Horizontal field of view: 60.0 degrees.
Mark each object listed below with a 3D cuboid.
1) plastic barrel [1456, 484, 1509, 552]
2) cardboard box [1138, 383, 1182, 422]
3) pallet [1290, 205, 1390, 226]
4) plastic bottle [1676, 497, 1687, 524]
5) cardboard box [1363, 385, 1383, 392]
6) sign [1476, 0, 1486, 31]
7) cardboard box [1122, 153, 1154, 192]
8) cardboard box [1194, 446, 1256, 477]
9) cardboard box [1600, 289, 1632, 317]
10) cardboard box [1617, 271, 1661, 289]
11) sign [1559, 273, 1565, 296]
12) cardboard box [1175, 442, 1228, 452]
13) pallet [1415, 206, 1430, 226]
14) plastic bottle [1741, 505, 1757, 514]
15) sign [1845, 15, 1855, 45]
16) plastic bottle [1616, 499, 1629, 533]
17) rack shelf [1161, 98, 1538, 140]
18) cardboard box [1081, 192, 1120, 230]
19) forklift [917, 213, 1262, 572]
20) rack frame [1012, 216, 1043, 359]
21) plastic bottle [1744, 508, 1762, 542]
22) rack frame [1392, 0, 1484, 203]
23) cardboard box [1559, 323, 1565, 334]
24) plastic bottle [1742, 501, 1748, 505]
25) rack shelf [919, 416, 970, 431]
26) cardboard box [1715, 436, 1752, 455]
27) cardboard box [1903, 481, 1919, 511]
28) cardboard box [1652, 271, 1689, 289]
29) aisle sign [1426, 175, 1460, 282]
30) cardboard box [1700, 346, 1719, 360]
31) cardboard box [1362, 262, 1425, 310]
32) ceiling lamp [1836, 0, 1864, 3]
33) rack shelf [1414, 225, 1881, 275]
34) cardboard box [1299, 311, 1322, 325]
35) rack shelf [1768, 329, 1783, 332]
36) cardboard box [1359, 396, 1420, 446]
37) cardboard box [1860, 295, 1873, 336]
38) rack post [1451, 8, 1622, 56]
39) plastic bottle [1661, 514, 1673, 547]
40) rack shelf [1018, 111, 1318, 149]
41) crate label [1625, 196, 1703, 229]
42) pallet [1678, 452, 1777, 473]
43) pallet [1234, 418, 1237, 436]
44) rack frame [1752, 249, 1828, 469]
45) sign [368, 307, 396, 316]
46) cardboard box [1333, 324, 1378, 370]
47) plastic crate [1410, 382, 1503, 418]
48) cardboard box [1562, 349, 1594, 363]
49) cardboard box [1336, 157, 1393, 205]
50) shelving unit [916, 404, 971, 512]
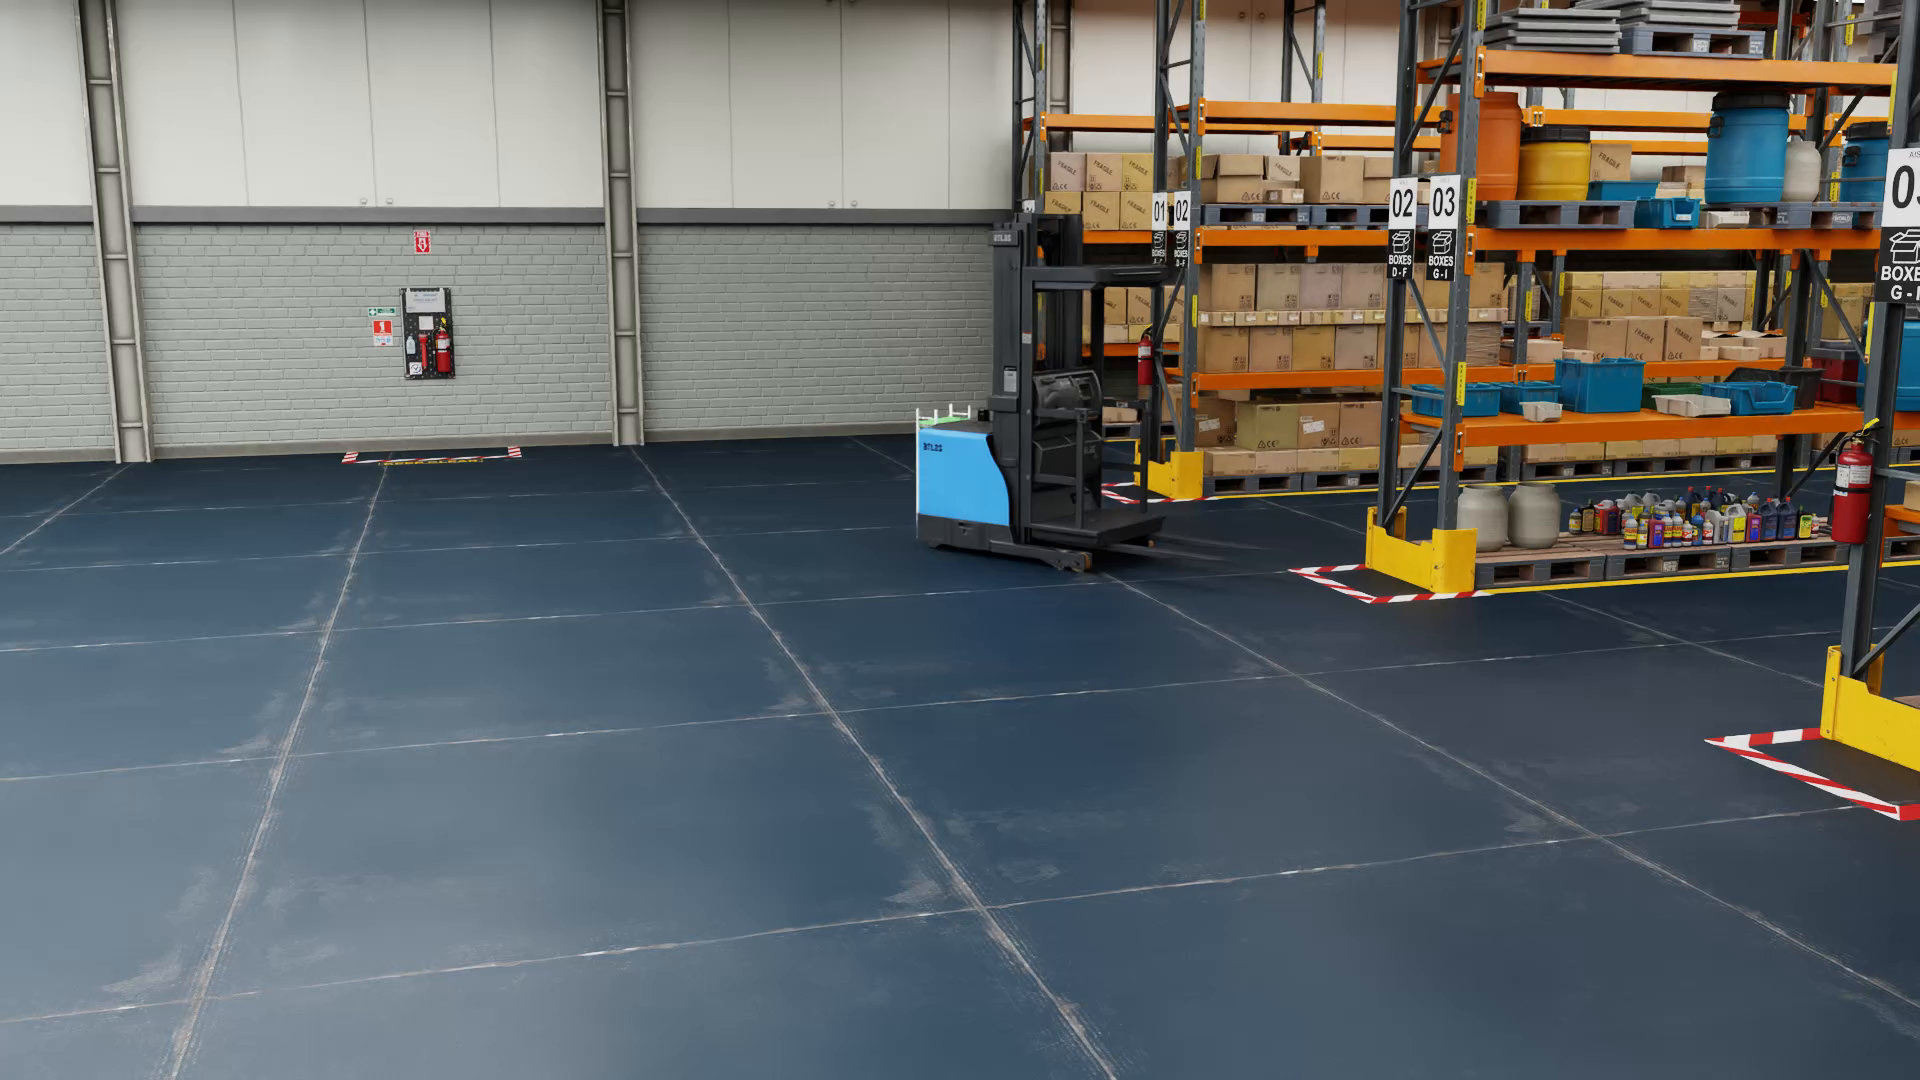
[{"bbox_3d":[4.282,-0.181,13.662,0.421,0.512,0.421,0,10,0],"label":"plastic barrel"},{"bbox_3d":[2.858,-1.938,23.180,0.500,0.500,0.700,-4,11,-20],"label":"cardboard box"},{"bbox_3d":[4.150,-3.539,18.146,1.213,0.211,1.003,-3,11,-16],"label":"pallet"},{"bbox_3d":[6.309,-0.237,14.571,0.097,0.271,0.097,0,10,0],"label":"plastic bottle"},{"bbox_3d":[5.927,-2.139,24.271,0.500,0.500,0.700,-3,11,-17],"label":"cardboard box"},{"bbox_3d":[3.821,-3.904,12.177,0.005,0.325,0.100,-3,11,-16],"label":"sign"},{"bbox_3d":[2.325,-4.922,22.322,0.500,0.500,0.500,-3,11,-14],"label":"cardboard box"},{"bbox_3d":[2.868,-0.856,18.049,0.500,0.250,0.500,-3,11,-16],"label":"cardboard box"},{"bbox_3d":[9.627,-3.489,24.765,0.500,0.500,0.500,-3,11,-14],"label":"cardboard box"},{"bbox_3d":[10.086,-3.884,24.841,0.500,0.250,0.500,-3,11,-16],"label":"cardboard box"},{"bbox_3d":[8.744,-3.716,24.169,0.005,0.325,0.100,-3,11,-16],"label":"sign"},{"bbox_3d":[2.723,-0.946,18.538,0.500,0.250,0.500,-3,11,-16],"label":"cardboard box"},{"bbox_3d":[5.320,-3.600,18.477,1.213,0.211,1.003,-3,11,-16],"label":"pallet"},{"bbox_3d":[6.725,-0.163,14.159,0.135,0.276,0.152,-3,11,-16],"label":"plastic bottle"},{"bbox_3d":[10.130,-5.809,18.934,0.005,0.325,0.100,-3,11,-16],"label":"sign"},{"bbox_3d":[5.695,-0.213,14.429,0.135,0.276,0.152,-3,11,-18],"label":"plastic bottle"},{"bbox_3d":[4.211,-4.514,18.008,4.000,0.370,1.077,-3,11,-16],"label":"rack shelf"},{"bbox_3d":[1.819,-4.403,22.264,0.500,0.500,0.500,-2,11,-12],"label":"cardboard box"},{"bbox_3d":[1.088,-1.280,14.109,3.031,2.935,1.130,8,13,37],"label":"forklift"},{"bbox_3d":[0.902,-2.874,22.577,0.127,3.000,1.000,-3,11,-16],"label":"rack frame"},{"bbox_3d":[6.645,-0.127,13.942,0.133,0.283,0.061,-2,11,-12],"label":"plastic bottle"},{"bbox_3d":[3.672,-4.102,12.679,0.127,3.000,1.000,-3,11,-16],"label":"rack frame"},{"bbox_3d":[8.964,-3.142,24.669,0.250,0.149,0.380,-3,11,-17],"label":"cardboard box"},{"bbox_3d":[6.986,-0.249,14.834,0.097,0.201,0.097,0,10,0],"label":"plastic bottle"},{"bbox_3d":[-0.149,-1.041,15.292,0.258,0.148,0.480,8,13,37],"label":"rack shelf"},{"bbox_3d":[9.041,-1.177,19.790,0.500,0.250,0.500,-3,11,-17],"label":"cardboard box"},{"bbox_3d":[5.272,-0.218,8.841,0.250,0.149,0.380,-3,11,-16],"label":"cardboard box"},{"bbox_3d":[10.575,-3.911,24.988,0.500,0.250,0.500,-3,11,-17],"label":"cardboard box"},{"bbox_3d":[3.684,-2.376,12.690,0.004,0.787,0.394,-3,11,-16],"label":"aisle sign"},{"bbox_3d":[8.763,-2.220,19.719,0.250,0.149,0.380,-2,11,-12],"label":"cardboard box"},{"bbox_3d":[4.741,-2.828,18.468,0.500,0.500,0.700,-3,11,-16],"label":"cardboard box"},{"bbox_3d":[12.337,-7.270,22.448,1.941,0.041,0.237,-3,11,-16],"label":"ceiling lamp"},{"bbox_3d":[5.592,-2.374,13.565,4.000,0.370,1.077,-3,11,-16],"label":"rack shelf"},{"bbox_3d":[3.718,-2.416,18.022,0.250,0.149,0.380,-3,11,-18],"label":"cardboard box"},{"bbox_3d":[14.345,-3.229,26.491,4.000,0.370,1.077,-3,11,-16],"label":"rack shelf"},{"bbox_3d":[4.785,-1.328,18.542,0.500,0.500,0.500,-3,11,-16],"label":"cardboard box"},{"bbox_3d":[11.476,-2.738,20.403,0.500,0.500,0.700,-1,10,-5],"label":"cardboard box"},{"bbox_3d":[4.433,-3.873,12.812,0.954,0.300,0.937,-2,11,-10],"label":"rack post"},{"bbox_3d":[5.829,-0.081,13.728,0.097,0.271,0.097,0,10,0],"label":"plastic bottle"},{"bbox_3d":[2.823,-5.570,22.649,4.000,0.370,1.077,-3,11,-16],"label":"rack shelf"},{"bbox_3d":[5.561,-2.591,13.166,0.408,0.251,0.502,-3,11,-16],"label":"crate label"},{"bbox_3d":[9.170,-1.012,20.163,1.213,0.211,1.003,-3,11,-16],"label":"pallet"},{"bbox_3d":[4.108,-1.665,23.711,1.213,0.211,1.003,-3,11,-16],"label":"pallet"},{"bbox_3d":[9.972,-2.418,20.099,0.127,3.000,1.000,-3,11,-16],"label":"rack frame"},{"bbox_3d":[-7.364,-2.905,21.181,0.331,0.109,0.001,-3,11,-16],"label":"sign"},{"bbox_3d":[4.228,-2.163,18.436,0.500,0.500,0.700,-3,11,-14],"label":"cardboard box"},{"bbox_3d":[4.068,-1.156,13.656,0.616,0.251,0.499,-3,11,-16],"label":"plastic crate"},{"bbox_3d":[7.039,-2.101,19.073,0.250,0.149,0.380,-3,11,-16],"label":"cardboard box"},{"bbox_3d":[4.515,-3.956,18.335,0.637,0.503,0.797,-2,11,-10],"label":"cardboard box"},{"bbox_3d":[-0.148,-0.632,15.367,0.258,1.200,0.503,8,13,37],"label":"shelving unit"}]
